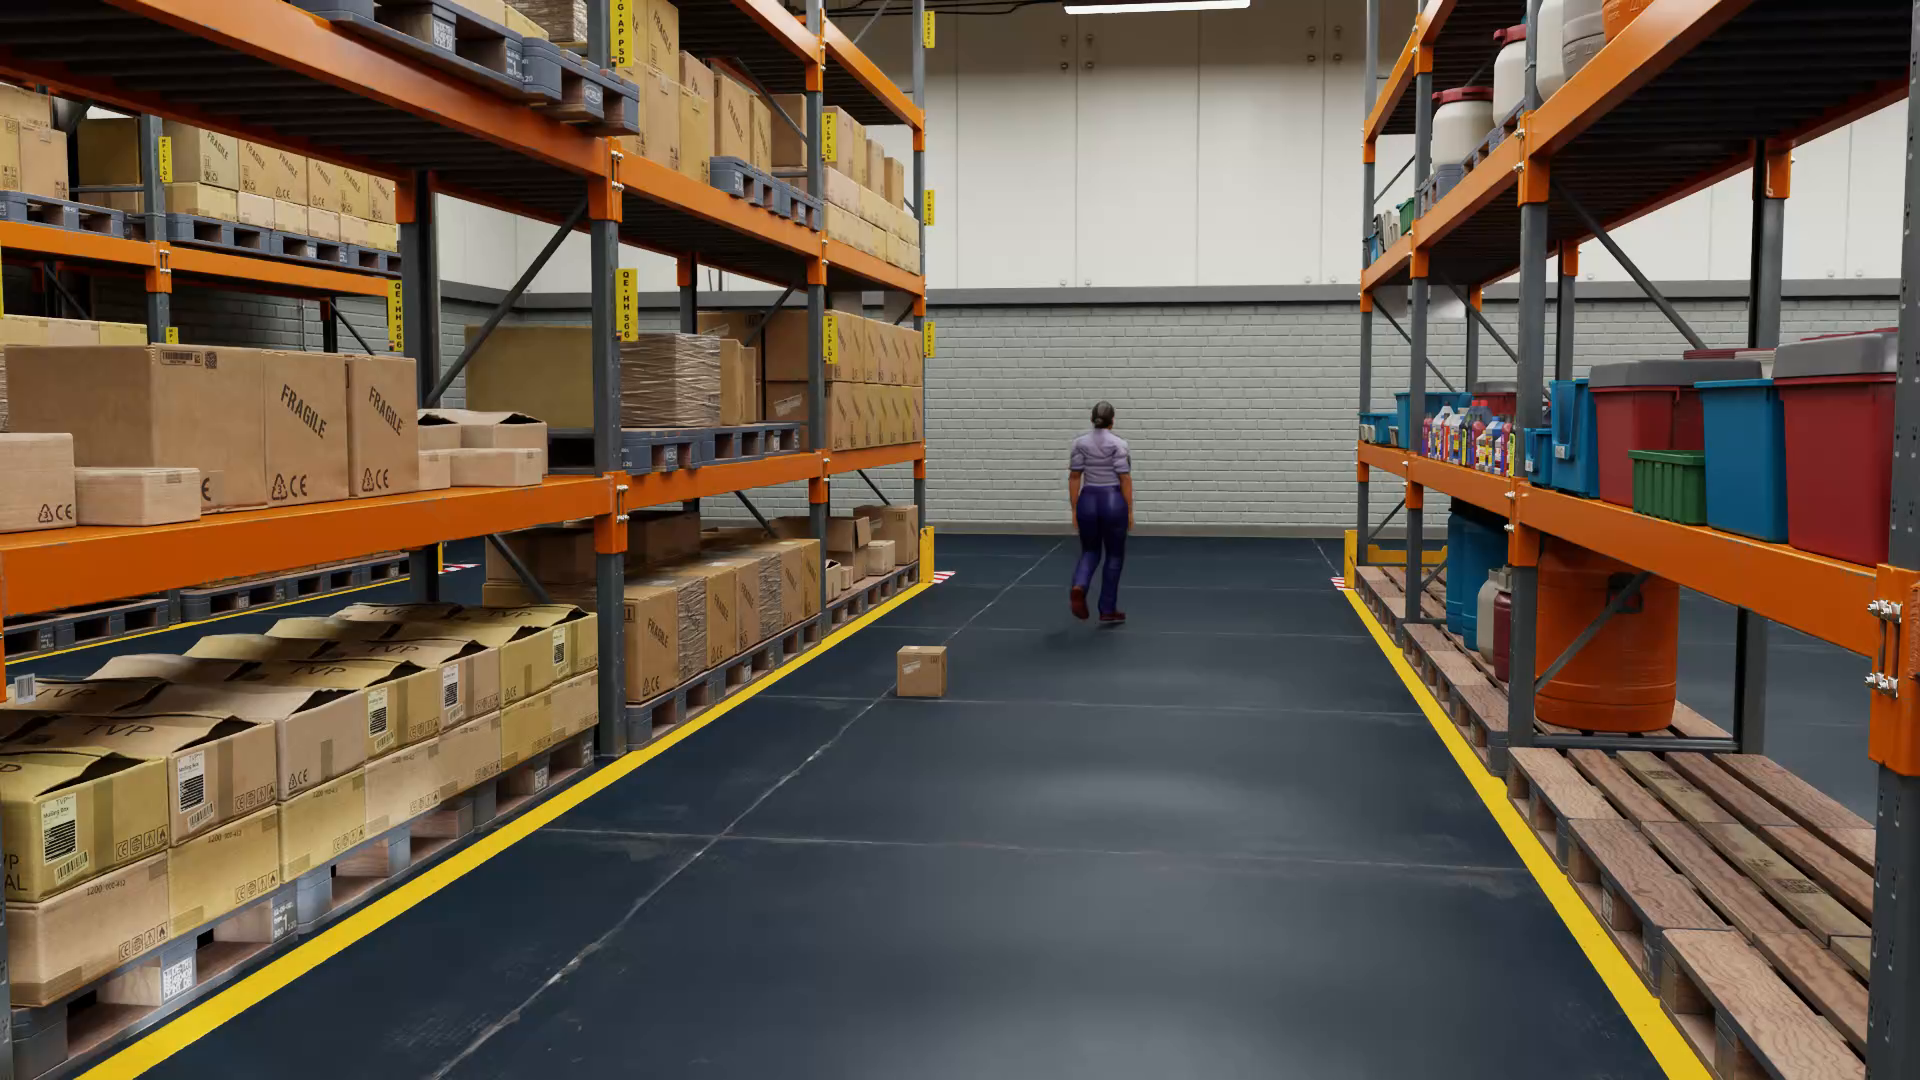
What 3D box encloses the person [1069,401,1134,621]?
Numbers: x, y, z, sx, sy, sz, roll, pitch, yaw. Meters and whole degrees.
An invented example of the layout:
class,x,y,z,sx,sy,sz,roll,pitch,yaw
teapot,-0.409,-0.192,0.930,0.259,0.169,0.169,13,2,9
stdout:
class,x,y,z,sx,sy,sz,roll,pitch,yaw
person,1.057,-0.212,12.360,0.477,1.636,0.466,2,5,28
